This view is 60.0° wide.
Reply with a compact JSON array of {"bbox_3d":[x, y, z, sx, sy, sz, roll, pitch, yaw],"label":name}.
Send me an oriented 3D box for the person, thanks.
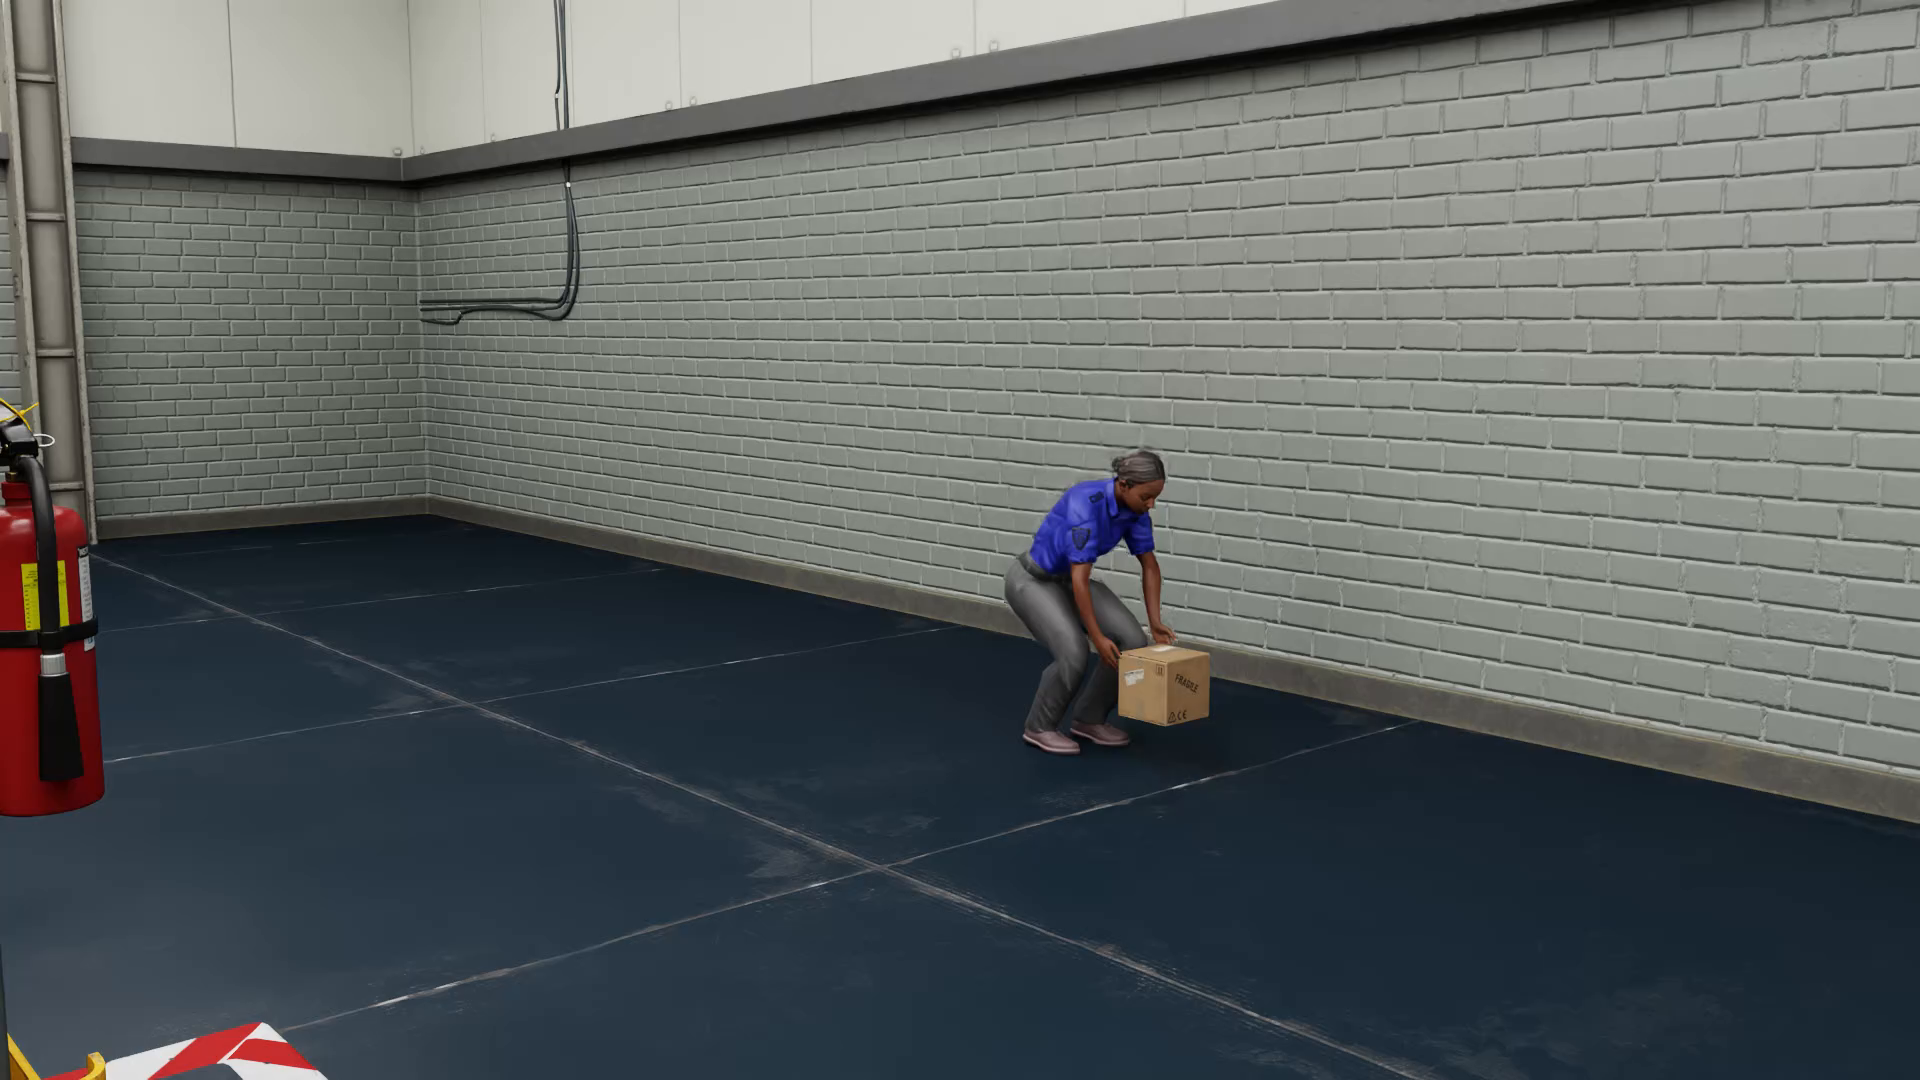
[{"bbox_3d":[0.531,0.237,6.710,0.500,1.220,0.706,-7,10,-41],"label":"person"}]
